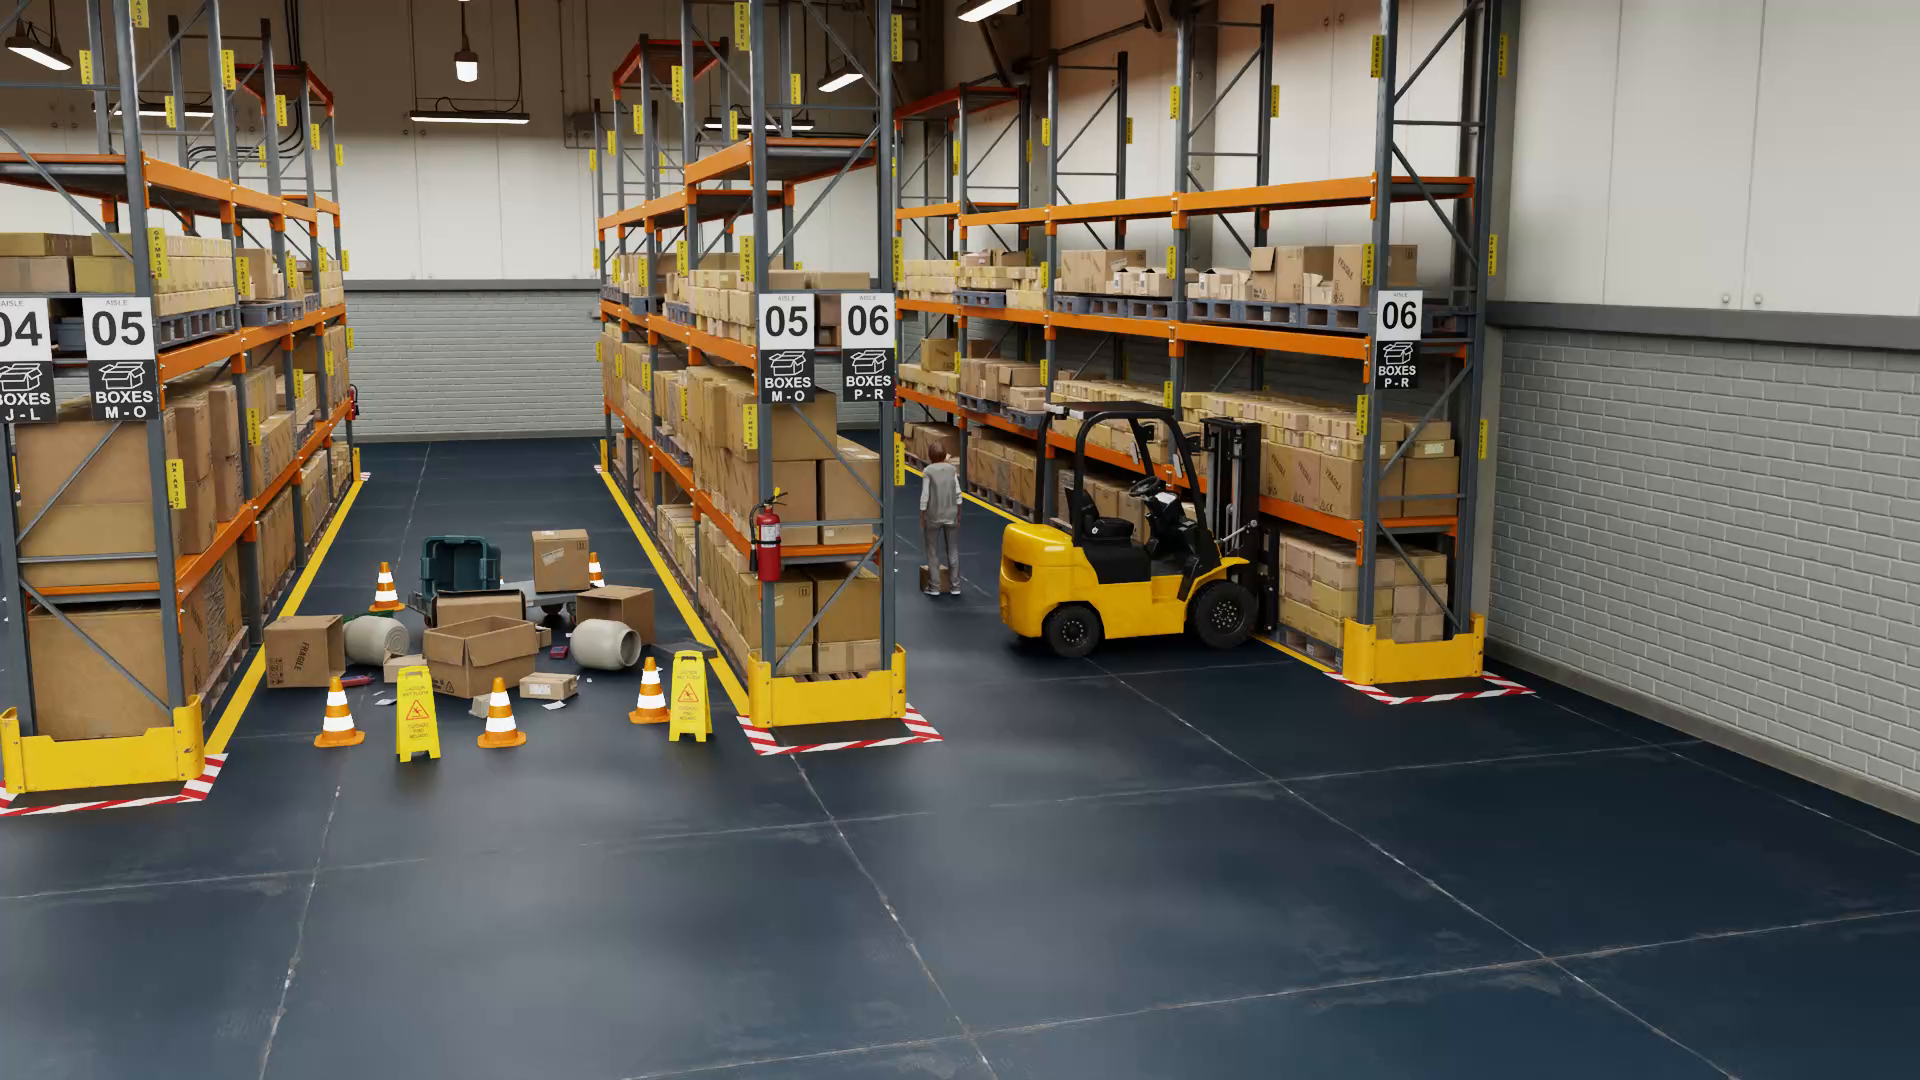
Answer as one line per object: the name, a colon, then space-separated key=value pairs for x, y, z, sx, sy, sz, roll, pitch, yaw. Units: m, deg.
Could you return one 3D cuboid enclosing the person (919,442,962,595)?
person: x=-0.202 y=-0.216 z=17.215 sx=0.477 sy=1.591 sz=0.377 roll=-3 pitch=10 yaw=-19
